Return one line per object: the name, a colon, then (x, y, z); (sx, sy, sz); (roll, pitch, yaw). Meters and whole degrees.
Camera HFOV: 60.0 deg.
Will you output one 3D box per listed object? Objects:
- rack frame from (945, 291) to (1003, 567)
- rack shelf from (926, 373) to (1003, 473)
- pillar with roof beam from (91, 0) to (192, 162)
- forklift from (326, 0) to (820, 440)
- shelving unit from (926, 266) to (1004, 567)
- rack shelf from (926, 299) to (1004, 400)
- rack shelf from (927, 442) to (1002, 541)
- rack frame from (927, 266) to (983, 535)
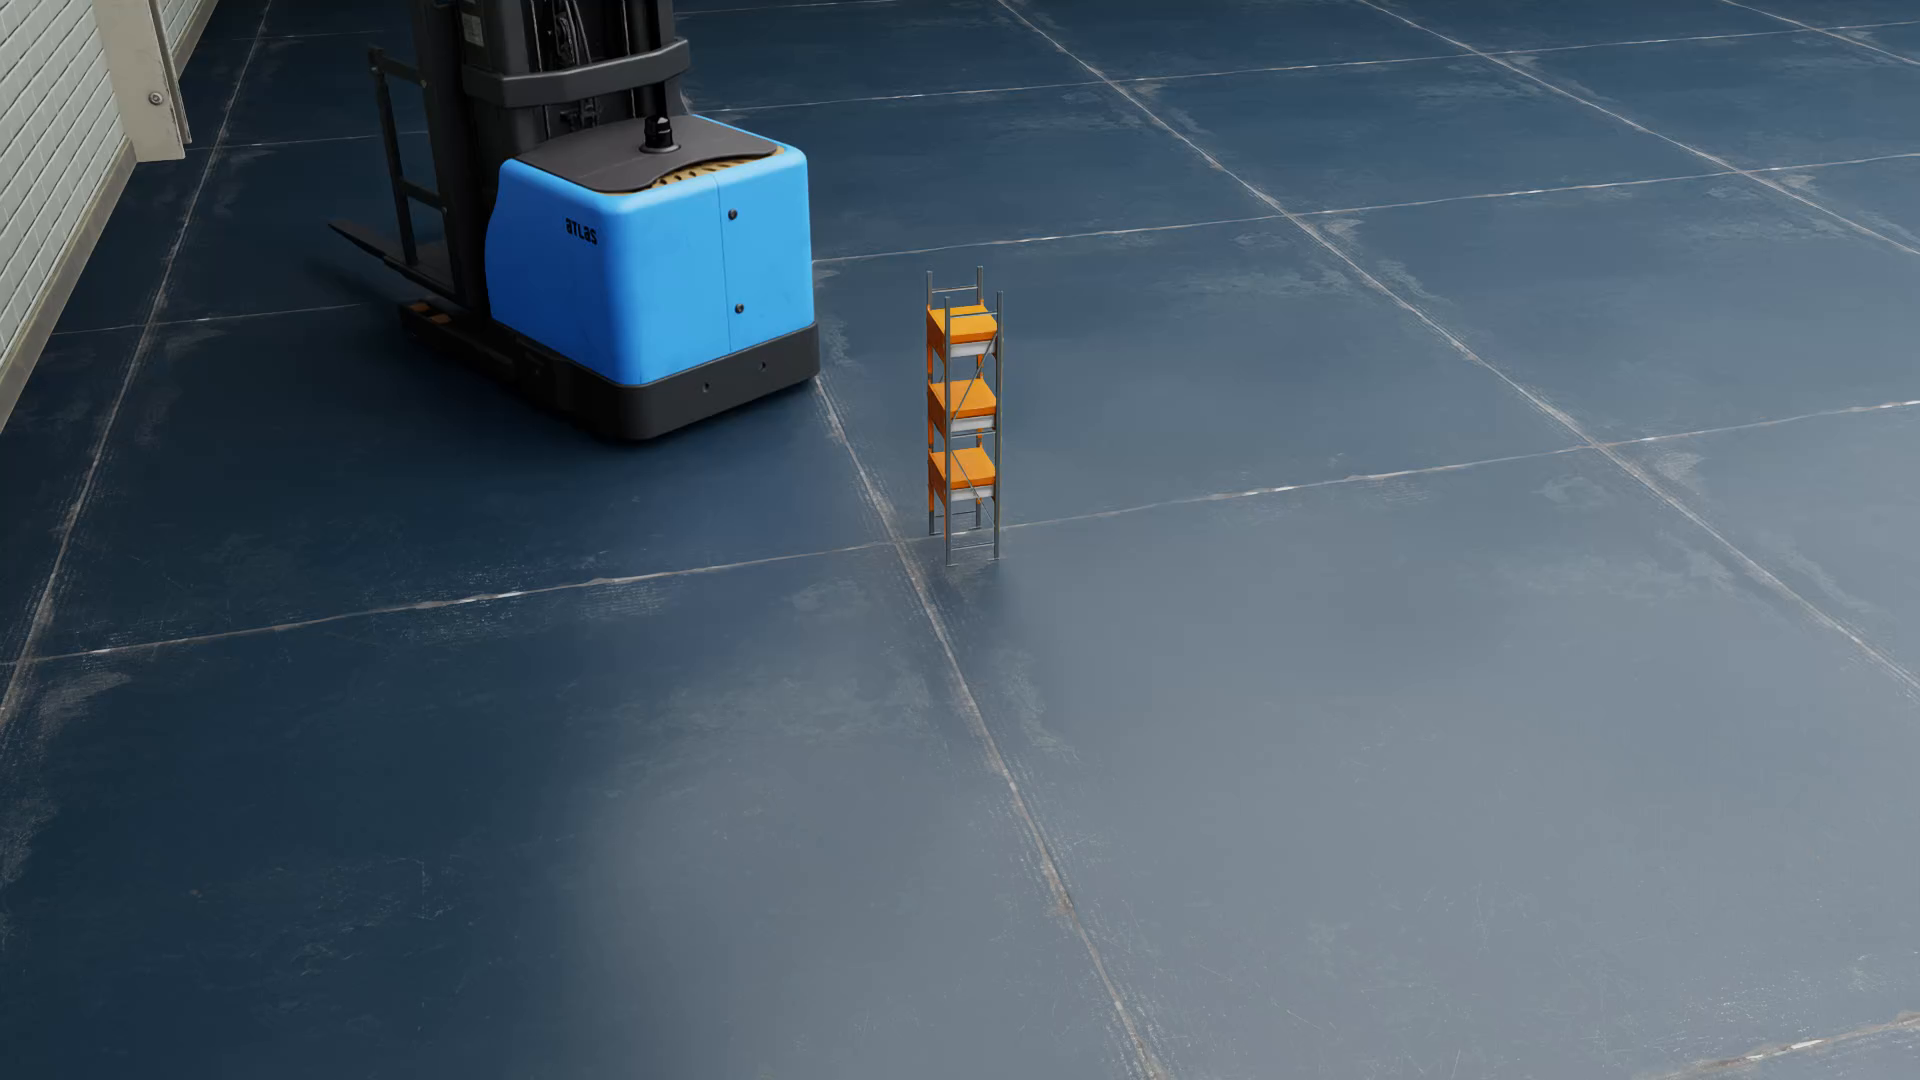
rack frame: (0.047, -0.370, 5.841); (0.200, 1.050, 0.008); (-8, 31, -13)
rack shelf: (0.014, -0.419, 5.948); (0.215, 0.259, 0.240); (-8, 31, -13)
pillar with roof beam: (-0.880, -6.916, 9.216); (9.100, 9.000, 0.400); (-8, 31, -13)
forklift: (-2.013, -2.318, 7.329); (1.130, 2.935, 3.031); (-26, 39, -37)
shelving unit: (0.014, -0.429, 5.942); (0.215, 1.050, 0.252); (-8, 31, -13)
rack shelf: (0.014, -0.665, 5.806); (0.215, 0.259, 0.240); (-8, 31, -13)
rack shelf: (0.014, -0.179, 6.087); (0.215, 0.259, 0.240); (-8, 31, -13)
rack frame: (-0.018, -0.487, 6.044); (0.200, 1.050, 0.008); (-8, 31, -13)
